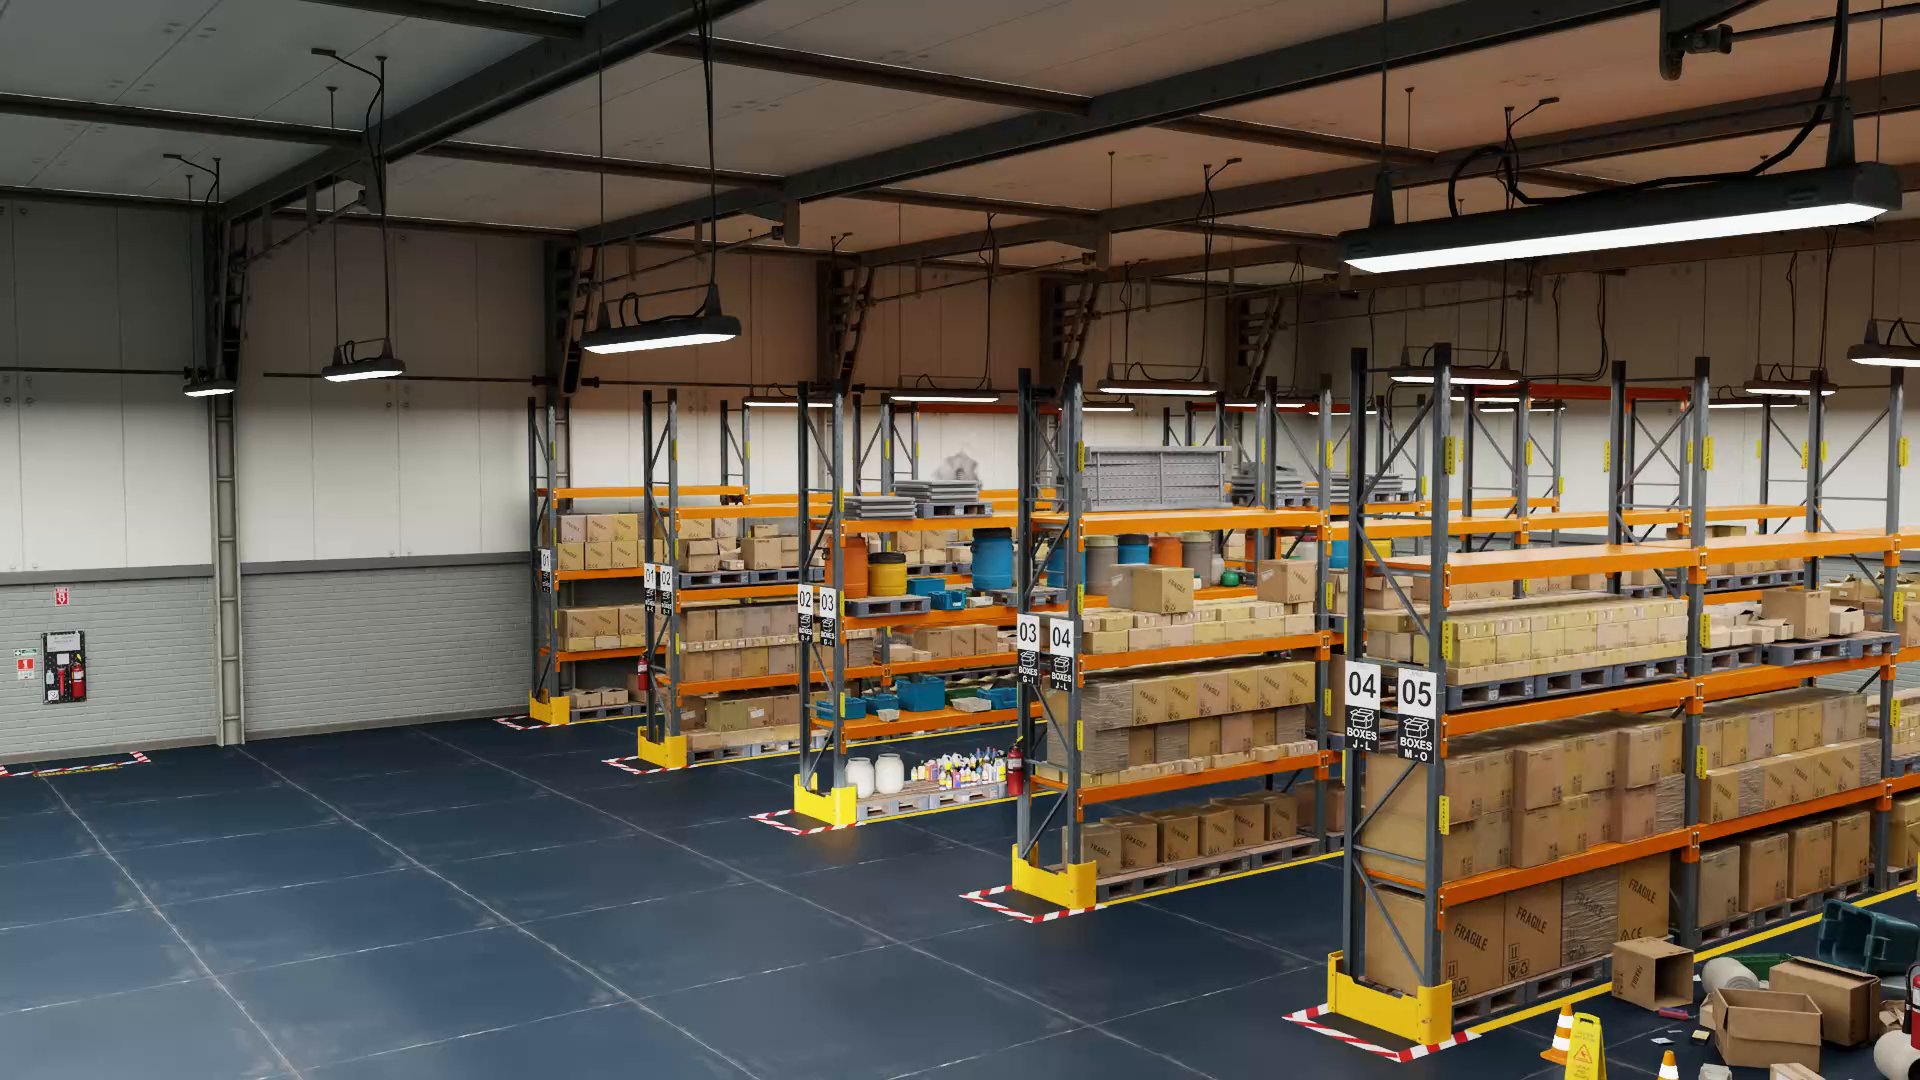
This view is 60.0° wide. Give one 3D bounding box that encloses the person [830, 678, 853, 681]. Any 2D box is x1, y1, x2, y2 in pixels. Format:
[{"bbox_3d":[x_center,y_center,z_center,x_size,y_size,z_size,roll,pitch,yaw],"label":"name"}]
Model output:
[{"bbox_3d":[-2.209,2.434,31.104,0.643,1.844,0.769,3,5,43],"label":"person"}]
